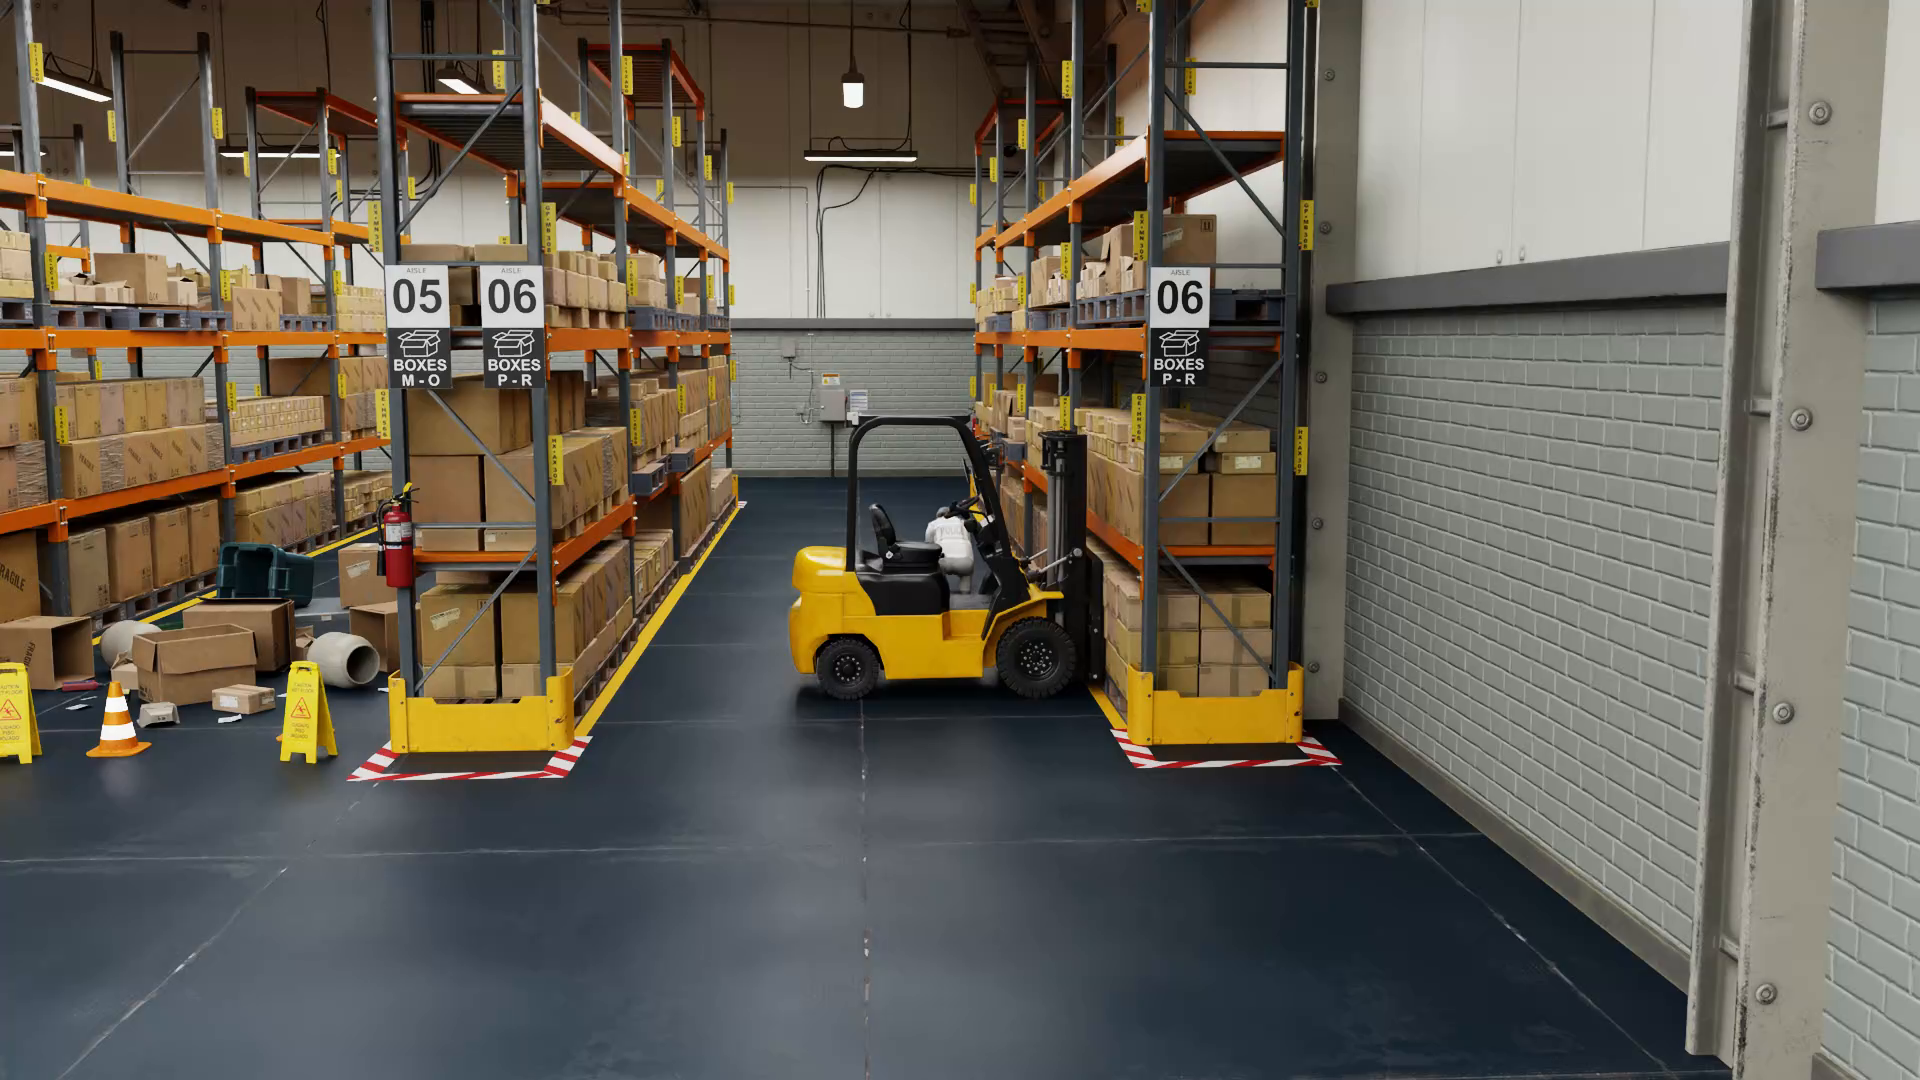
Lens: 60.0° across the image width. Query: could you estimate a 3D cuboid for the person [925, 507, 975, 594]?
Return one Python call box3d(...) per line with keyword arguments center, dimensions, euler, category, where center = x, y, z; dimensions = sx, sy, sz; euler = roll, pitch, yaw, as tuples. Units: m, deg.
box3d(center=(-0.105, 0.139, 17.684), dimensions=(0.537, 0.930, 0.856), euler=(0, 7, -2), category="person")
